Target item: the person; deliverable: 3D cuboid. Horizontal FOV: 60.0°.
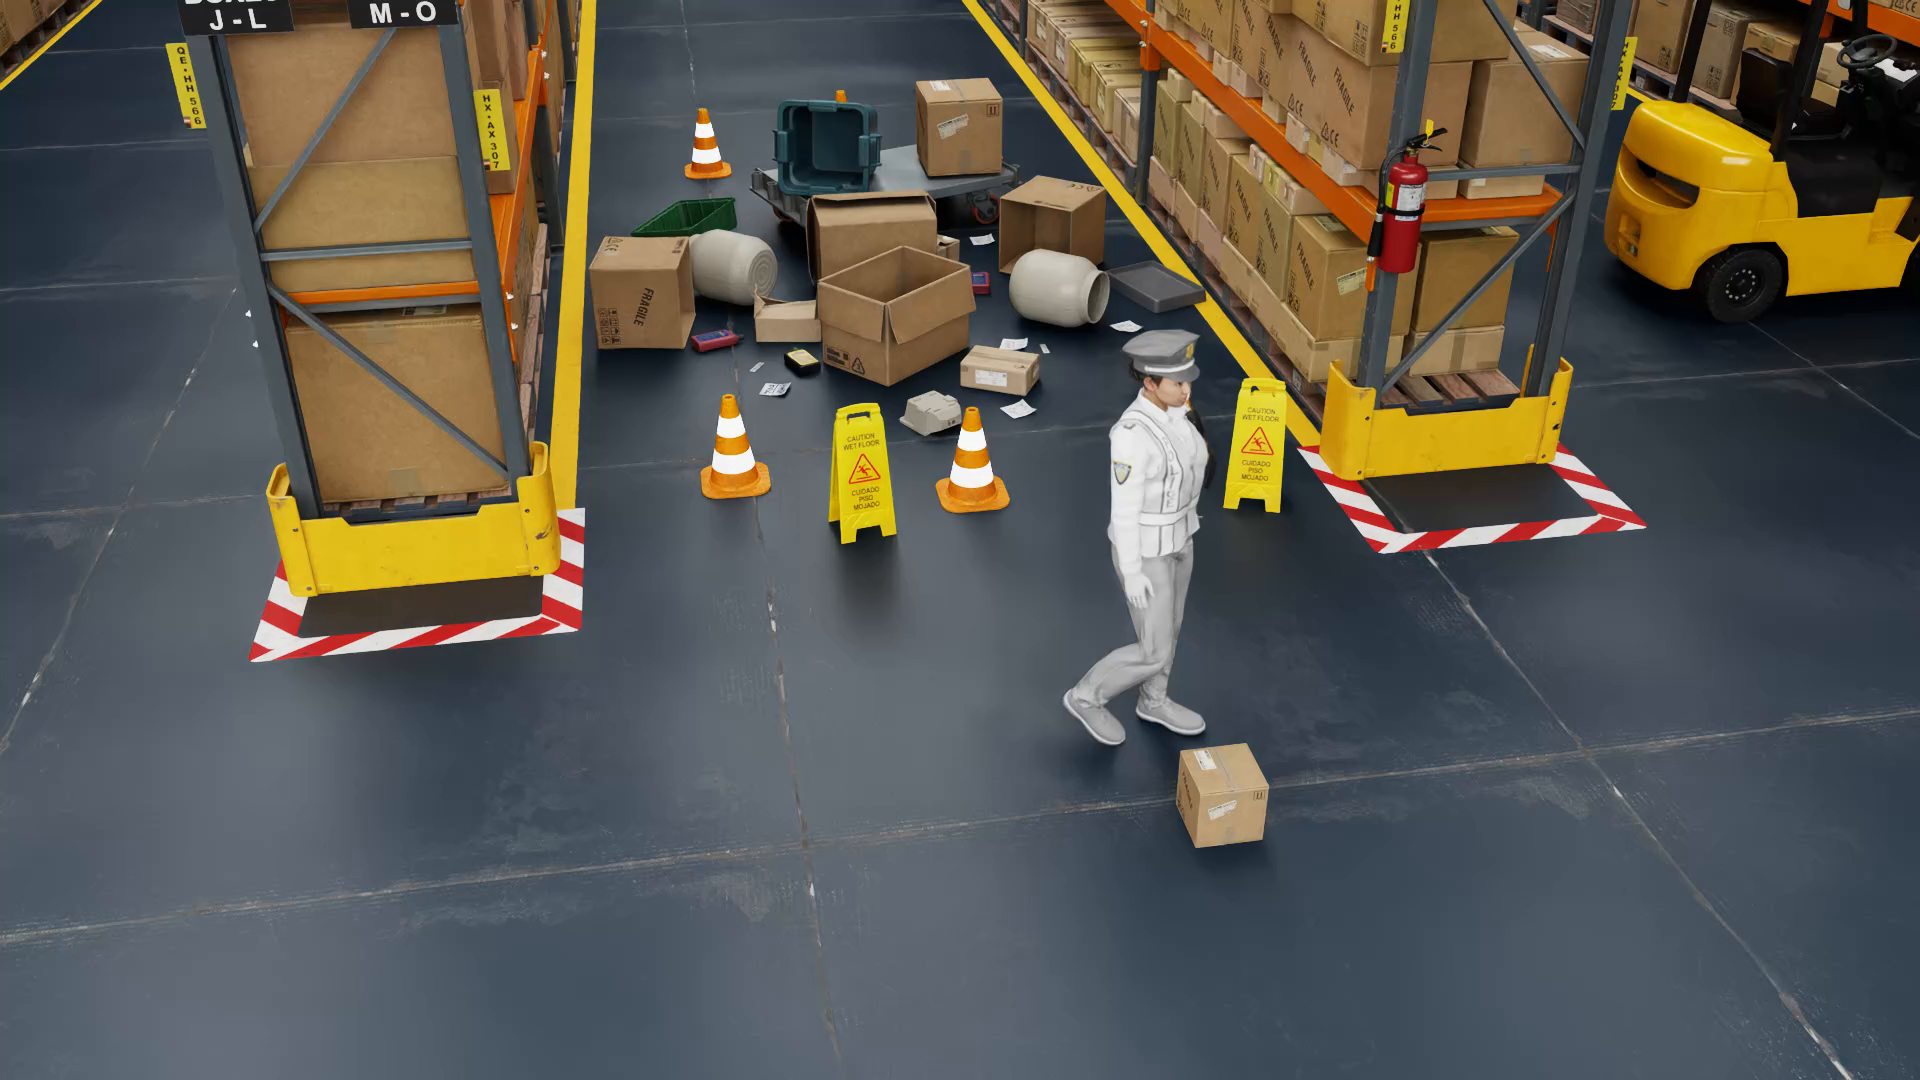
[{"bbox_3d":[0.697,0.012,6.085,0.485,1.672,0.516,17,35,26],"label":"person"}]
